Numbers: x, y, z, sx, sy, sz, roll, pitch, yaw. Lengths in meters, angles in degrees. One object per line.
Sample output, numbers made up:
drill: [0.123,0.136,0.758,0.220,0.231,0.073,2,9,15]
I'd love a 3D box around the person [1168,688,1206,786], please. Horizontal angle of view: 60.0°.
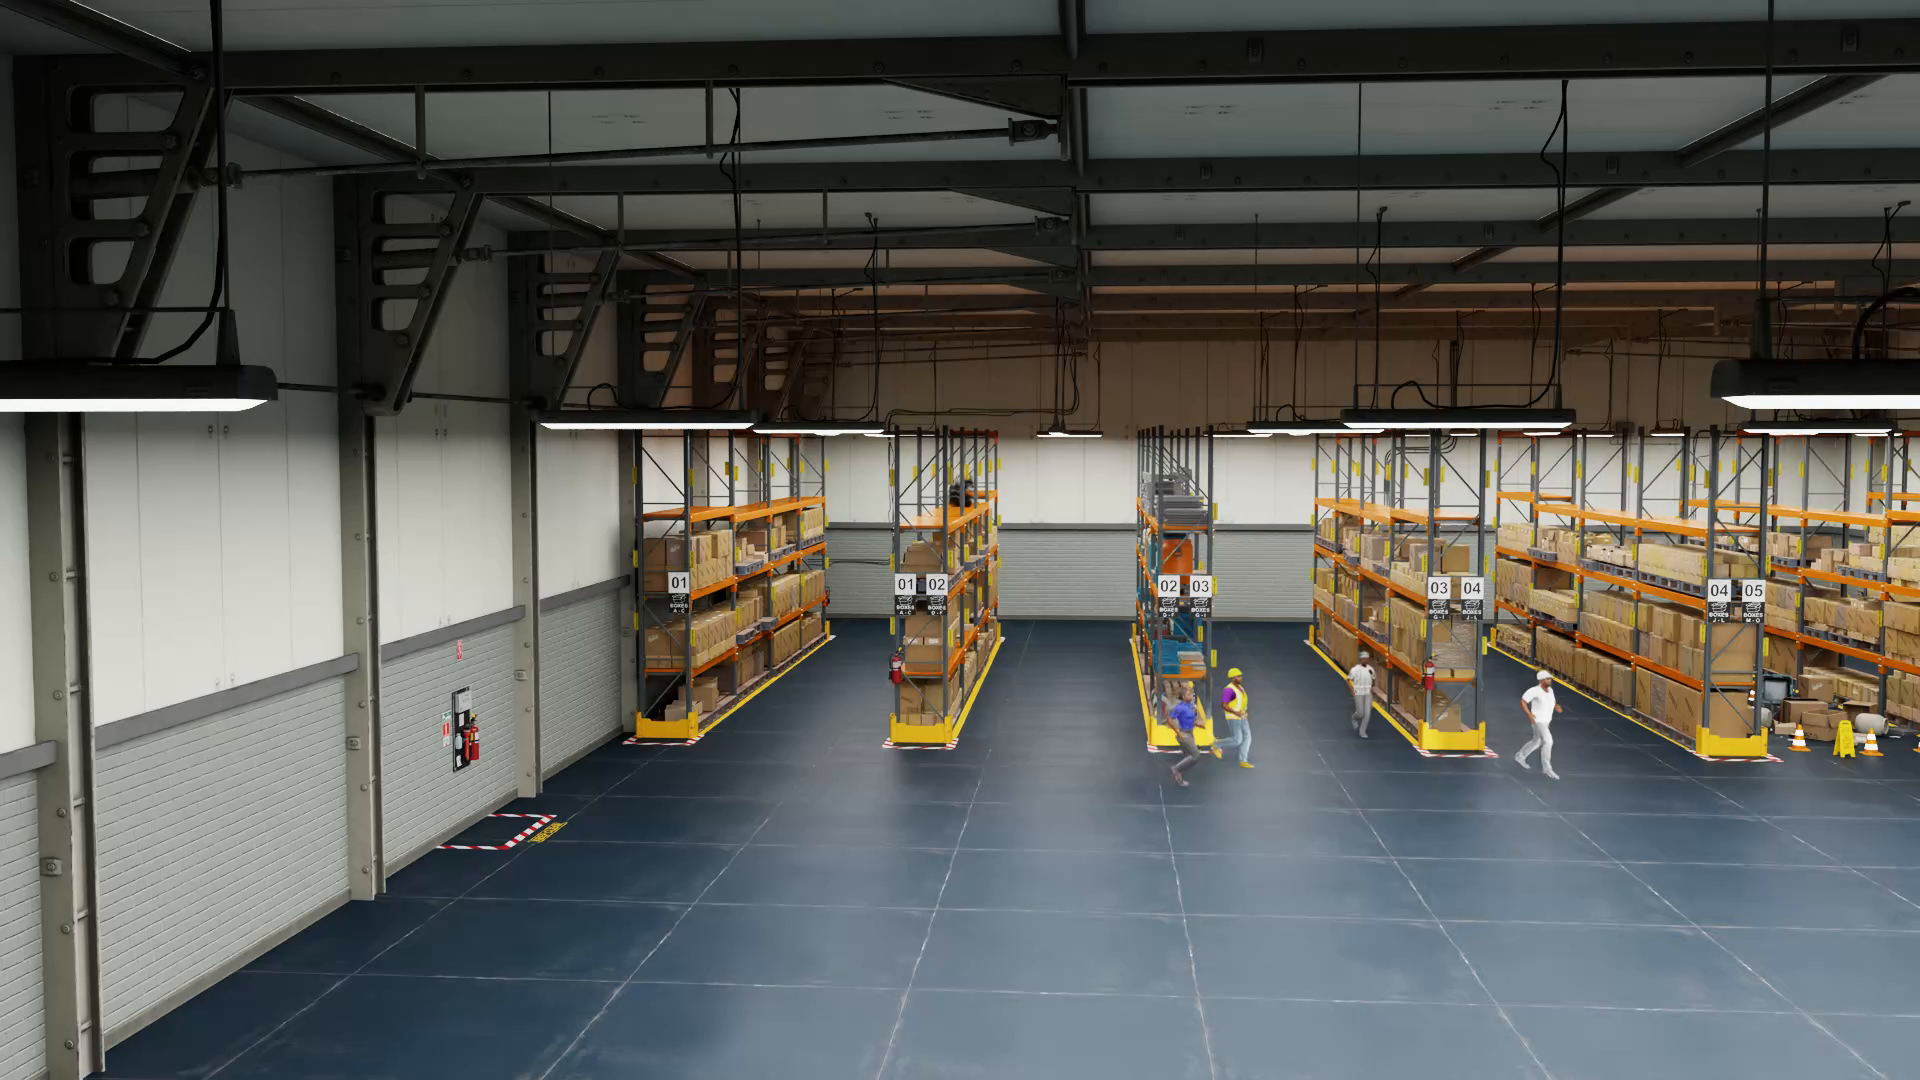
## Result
person: [3.772,3.264,27.441,0.576,1.603,0.560,2,4,26]

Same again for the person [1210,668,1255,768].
person: [4.803,3.108,29.114,0.802,1.736,0.709,2,4,34]

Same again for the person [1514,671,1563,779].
person: [9.913,3.119,28.479,0.848,1.802,0.691,3,5,44]

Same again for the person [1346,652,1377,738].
person: [7.767,2.966,32.103,0.591,1.654,0.575,0,3,-7]
